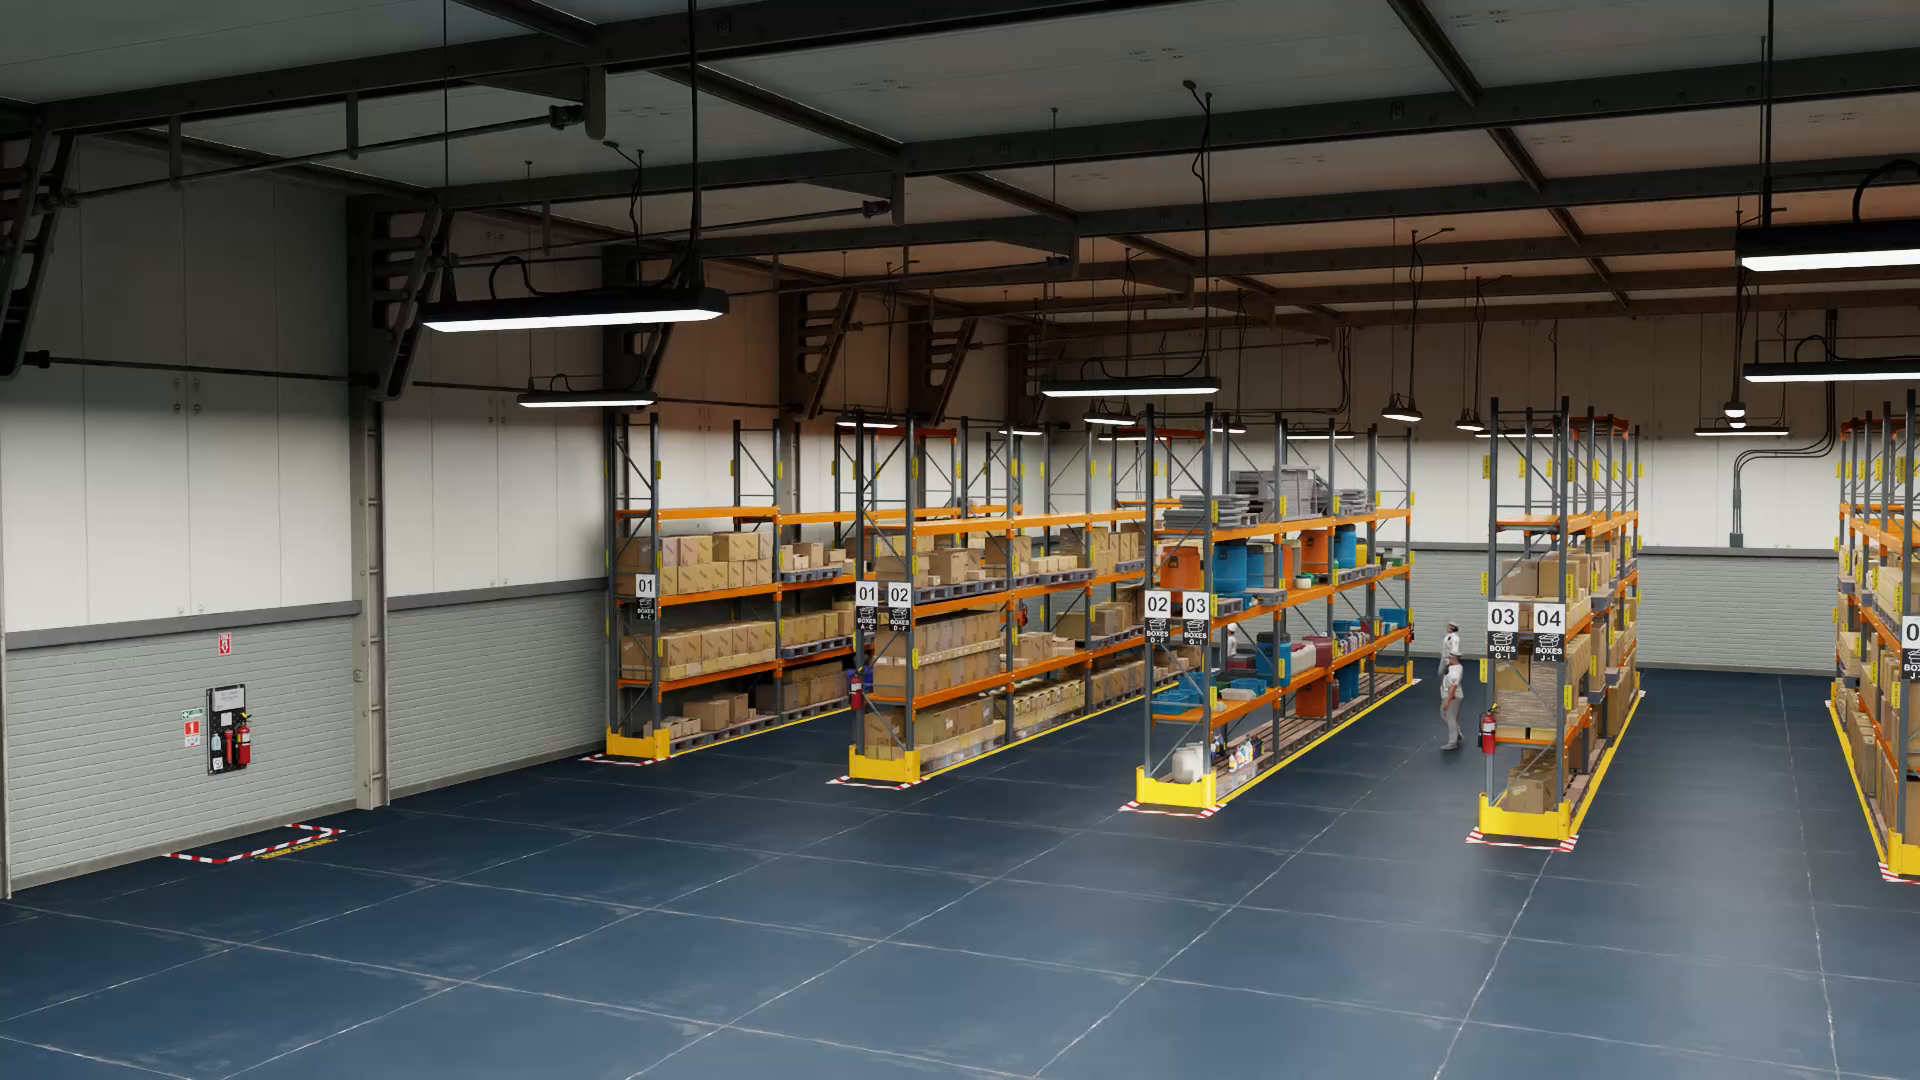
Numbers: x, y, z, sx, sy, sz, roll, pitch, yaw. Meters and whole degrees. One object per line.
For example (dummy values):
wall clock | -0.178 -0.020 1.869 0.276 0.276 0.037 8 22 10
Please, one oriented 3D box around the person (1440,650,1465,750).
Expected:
person | 8.878 2.867 29.948 0.469 1.775 0.626 0 2 9

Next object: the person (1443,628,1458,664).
person | 10.711 2.666 36.616 0.563 1.702 0.521 -2 3 -40

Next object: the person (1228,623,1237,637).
person | 5.674 2.632 35.287 0.381 1.778 0.468 0 2 -1

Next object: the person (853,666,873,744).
person | -1.643 3.039 30.178 0.628 1.510 0.452 -2 3 -35
